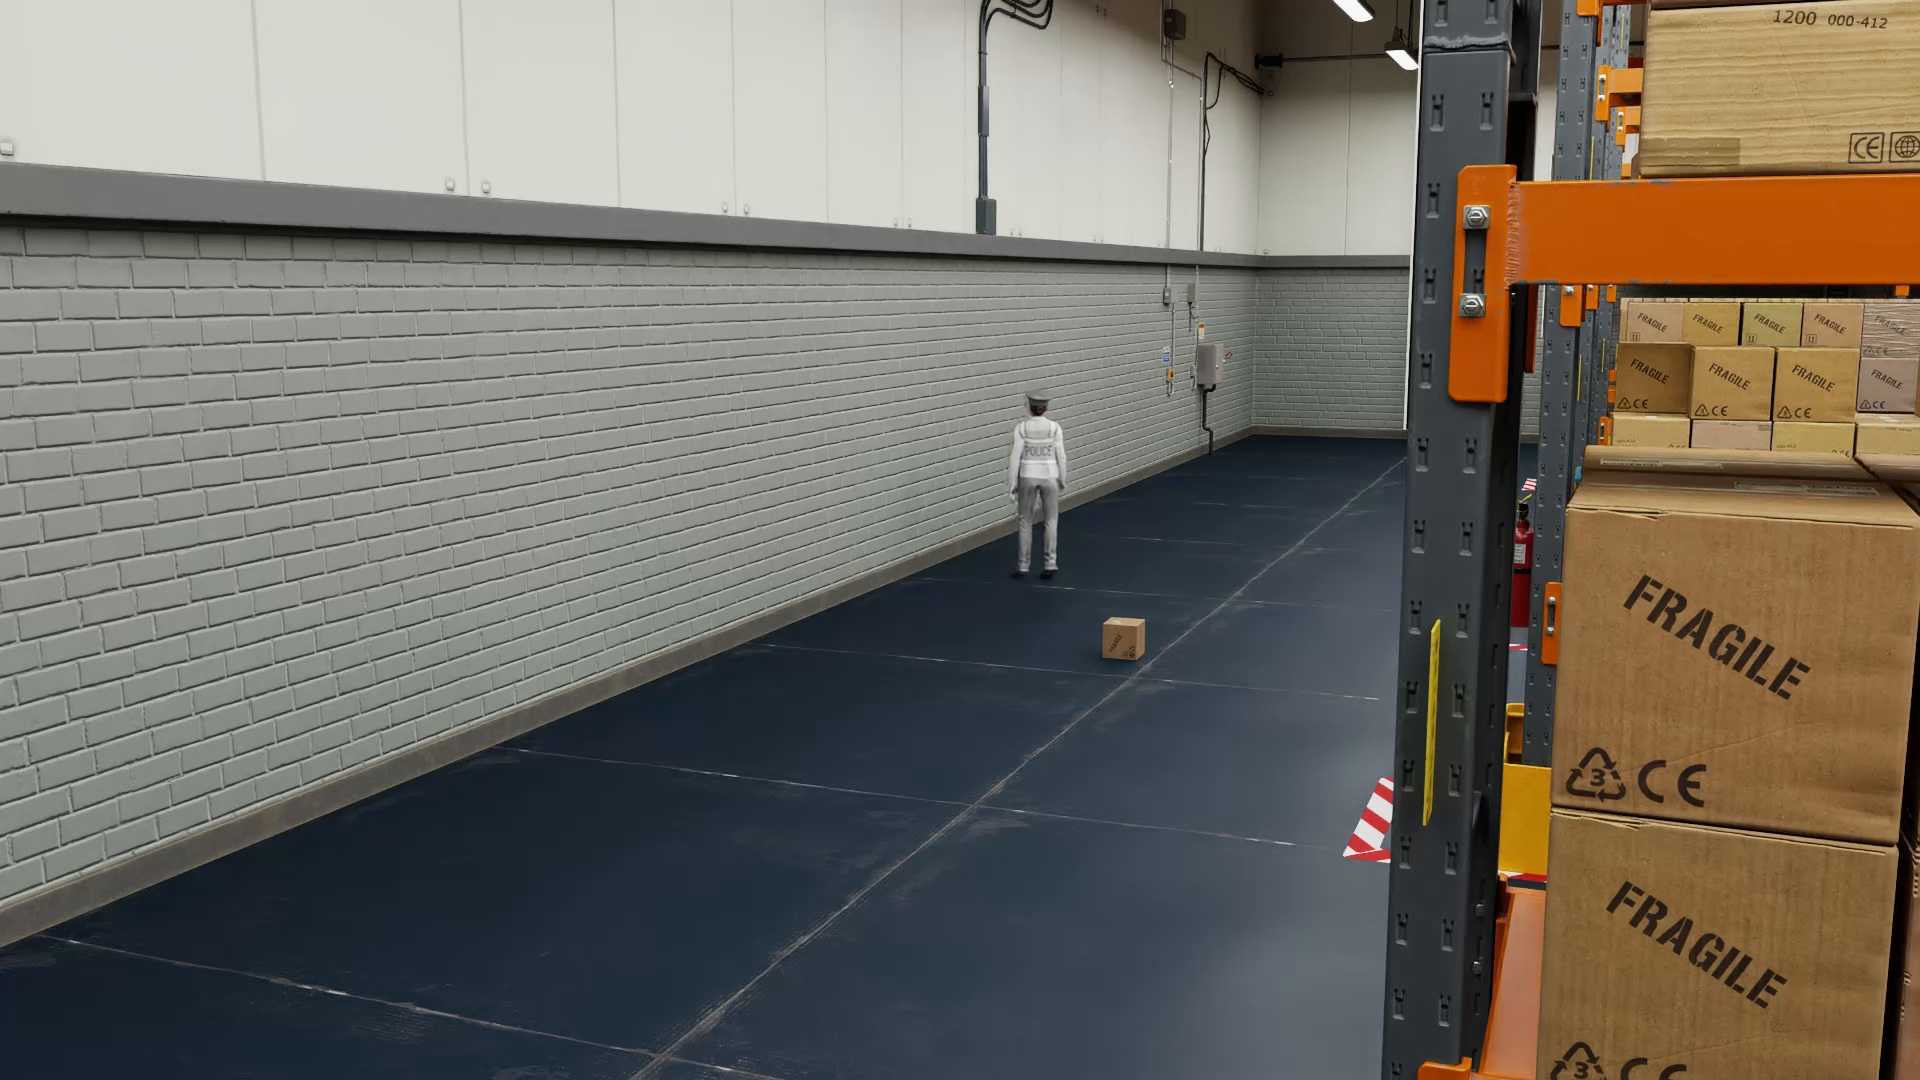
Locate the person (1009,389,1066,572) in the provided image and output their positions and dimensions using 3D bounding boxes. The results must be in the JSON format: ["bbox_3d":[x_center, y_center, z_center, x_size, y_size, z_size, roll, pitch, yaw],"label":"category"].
[{"bbox_3d":[0.705,-0.521,15.100,0.520,1.696,0.448,0,9,3],"label":"person"}]
